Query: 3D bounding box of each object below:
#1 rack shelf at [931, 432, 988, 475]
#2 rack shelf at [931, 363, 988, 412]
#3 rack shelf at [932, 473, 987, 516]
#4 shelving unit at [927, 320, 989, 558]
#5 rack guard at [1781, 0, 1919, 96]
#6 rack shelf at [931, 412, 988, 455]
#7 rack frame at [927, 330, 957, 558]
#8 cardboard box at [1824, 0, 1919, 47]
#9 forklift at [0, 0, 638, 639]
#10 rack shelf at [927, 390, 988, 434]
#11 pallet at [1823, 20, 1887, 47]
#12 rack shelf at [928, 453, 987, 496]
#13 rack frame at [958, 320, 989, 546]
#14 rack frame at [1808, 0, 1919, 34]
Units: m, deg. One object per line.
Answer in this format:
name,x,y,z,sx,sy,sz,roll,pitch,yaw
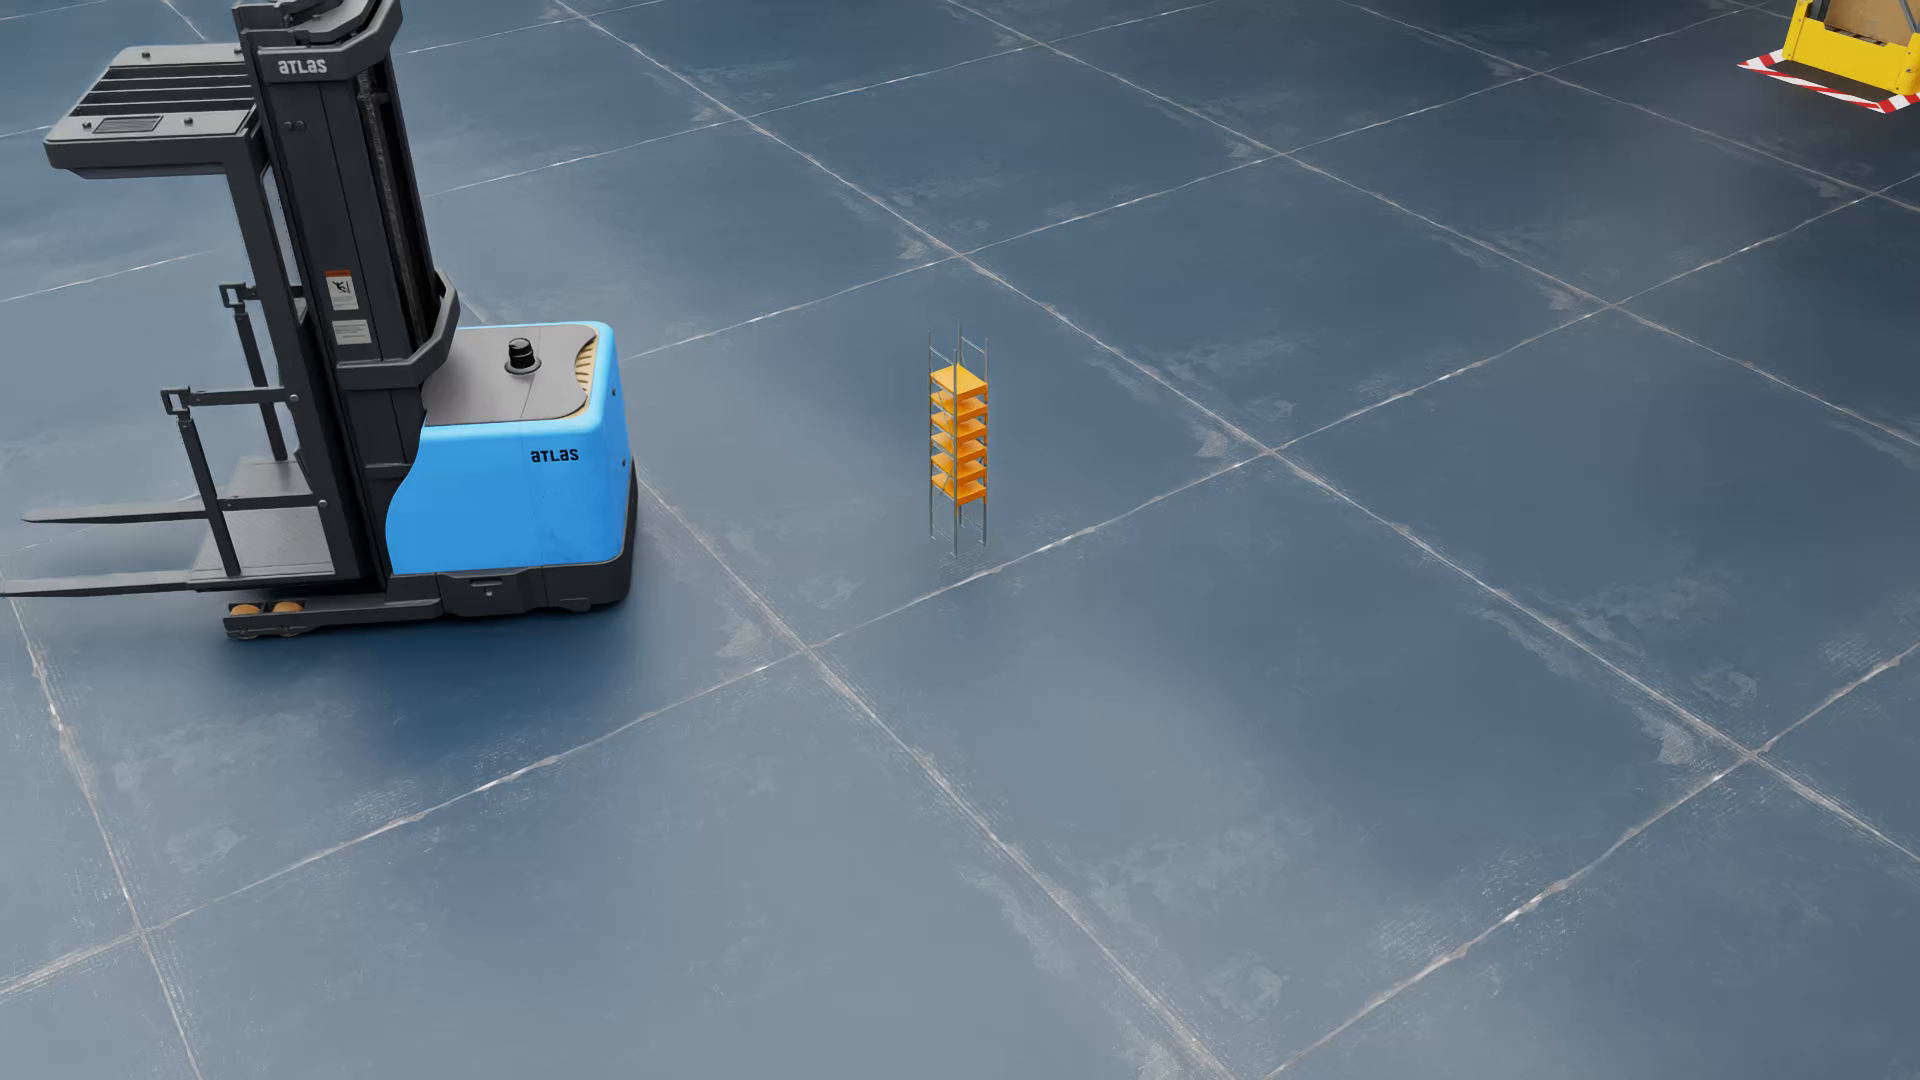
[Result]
rack shelf,-0.012,-0.446,8.232,0.180,0.103,0.258,-22,41,-28
rack shelf,-0.012,-0.738,8.022,0.180,0.103,0.258,-22,41,-28
rack shelf,-0.012,-0.251,8.372,0.180,0.103,0.258,-22,41,-28
shelving unit,-0.012,-0.482,8.206,0.189,1.200,0.258,-22,41,-28
rack guard,7.550,-4.164,13.925,0.348,0.500,1.175,-22,41,-28
rack shelf,-0.012,-0.544,8.162,0.180,0.103,0.258,-22,41,-28
rack frame,-0.087,-0.451,8.163,0.006,1.200,0.240,-22,41,-28
cardboard box,8.086,-4.754,14.065,0.875,0.875,0.875,-22,41,-28
forklift,-3.162,-1.044,7.505,3.031,2.935,1.130,-4,36,-5
rack shelf,-0.012,-0.641,8.092,0.180,0.103,0.258,-22,41,-28
pallet,8.179,-4.361,14.446,1.213,0.211,1.003,-22,41,-28
rack shelf,-0.012,-0.349,8.302,0.180,0.103,0.258,-22,41,-28
rack frame,0.063,-0.513,8.249,0.006,1.200,0.240,-22,41,-28
rack frame,7.570,-5.187,13.206,0.127,3.000,1.000,-22,41,-28
